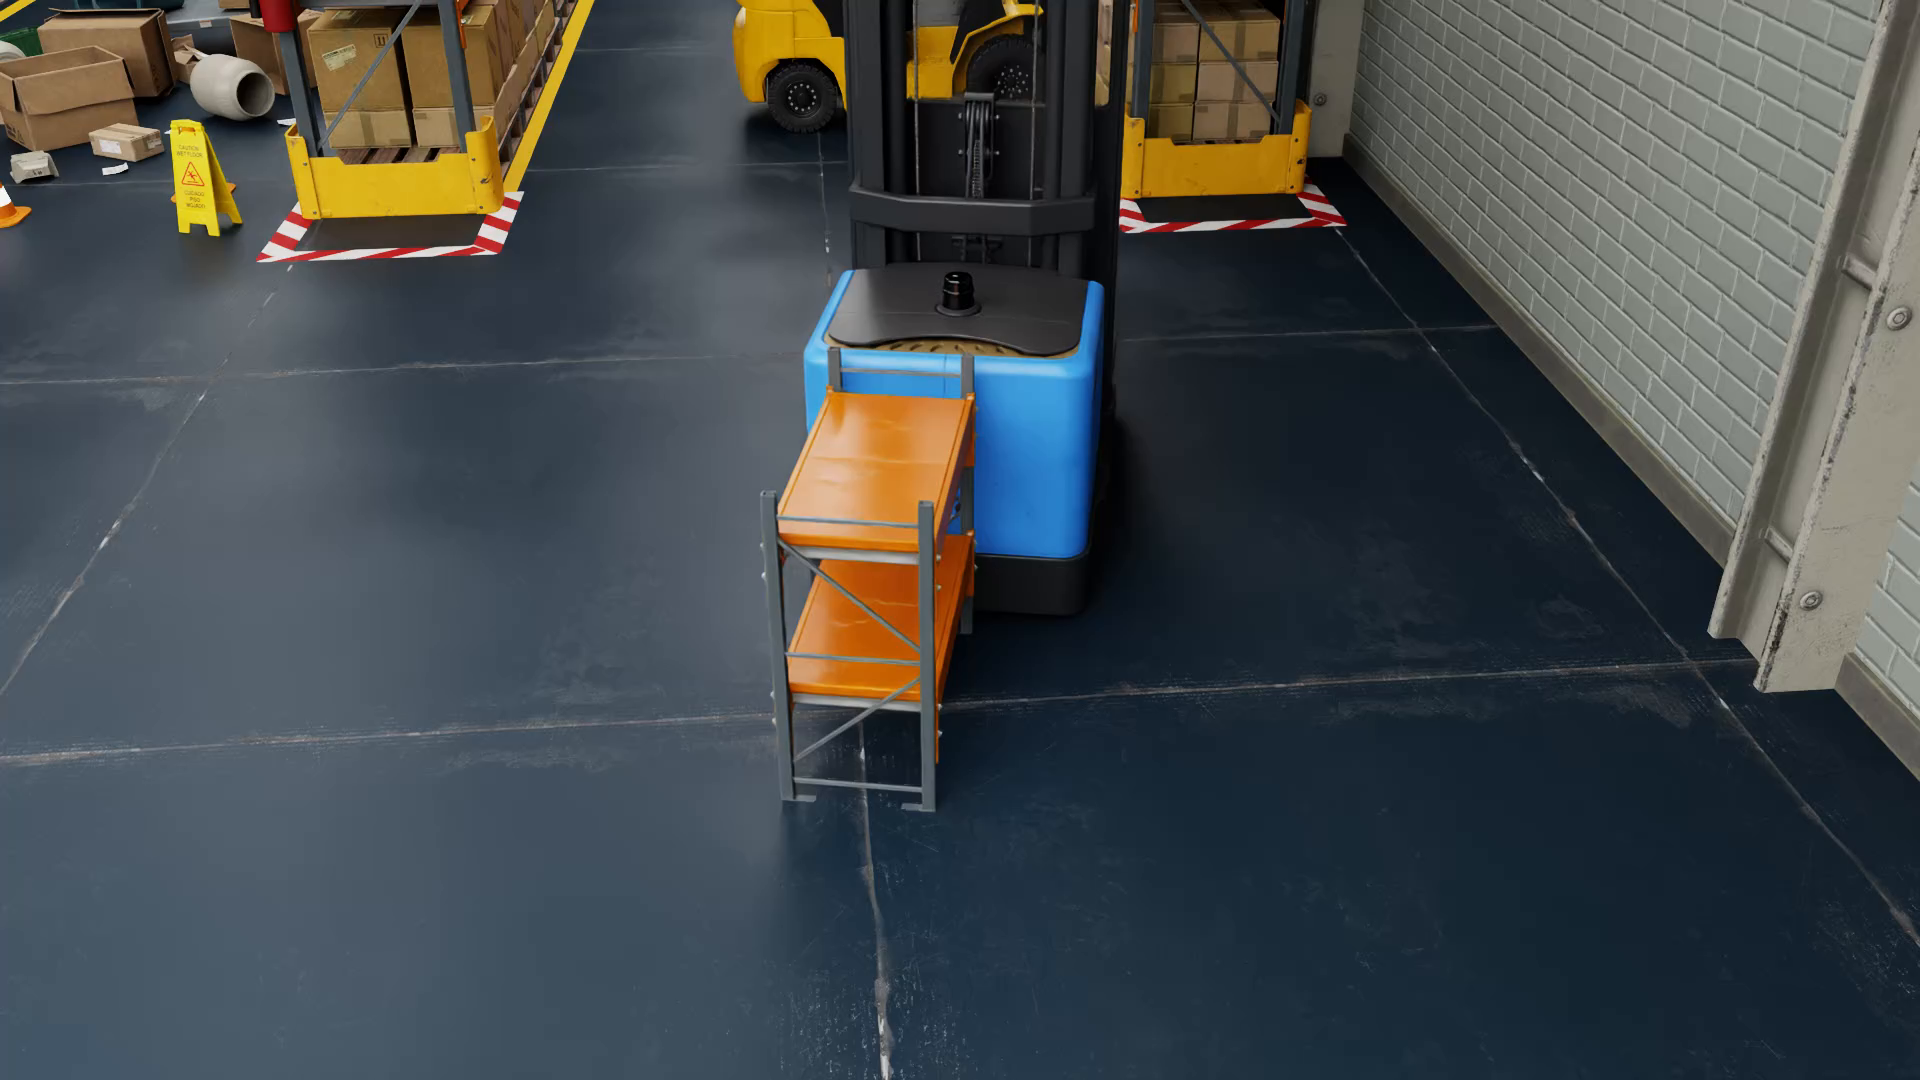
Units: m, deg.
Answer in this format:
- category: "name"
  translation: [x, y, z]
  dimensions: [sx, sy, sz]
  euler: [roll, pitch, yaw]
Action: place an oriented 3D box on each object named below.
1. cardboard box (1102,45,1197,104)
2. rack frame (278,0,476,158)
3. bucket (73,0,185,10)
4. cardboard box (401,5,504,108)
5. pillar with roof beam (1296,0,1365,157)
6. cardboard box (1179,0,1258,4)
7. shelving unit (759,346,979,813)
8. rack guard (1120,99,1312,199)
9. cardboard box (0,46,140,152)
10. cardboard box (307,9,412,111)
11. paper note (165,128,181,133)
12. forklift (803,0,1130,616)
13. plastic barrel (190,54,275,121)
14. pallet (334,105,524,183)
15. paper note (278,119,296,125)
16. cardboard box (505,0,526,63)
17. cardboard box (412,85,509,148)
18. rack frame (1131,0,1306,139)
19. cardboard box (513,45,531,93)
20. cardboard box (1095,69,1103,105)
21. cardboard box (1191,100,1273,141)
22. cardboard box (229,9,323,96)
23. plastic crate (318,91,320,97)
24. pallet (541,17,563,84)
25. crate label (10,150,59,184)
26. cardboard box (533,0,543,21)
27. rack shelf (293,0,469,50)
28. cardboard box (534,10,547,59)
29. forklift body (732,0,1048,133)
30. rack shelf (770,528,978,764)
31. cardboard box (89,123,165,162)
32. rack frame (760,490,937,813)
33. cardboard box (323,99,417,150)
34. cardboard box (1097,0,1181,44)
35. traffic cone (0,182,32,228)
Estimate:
- category: "cardboard box"
  translation: [1.201, -2.972, 10.585]
  dimensions: [0.500, 0.250, 0.500]
  euler: [-3, 31, -5]
- category: "rack frame"
  translation: [-3.384, -3.285, 9.324]
  dimensions: [1.000, 3.000, 0.127]
  euler: [-3, 31, -5]
- category: "bucket"
  translation: [-6.368, -4.326, 12.778]
  dimensions: [0.726, 0.611, 0.620]
  euler: [8, 22, 13]
- category: "cardboard box"
  translation: [-3.187, -3.044, 10.461]
  dimensions: [0.500, 0.500, 0.500]
  euler: [-4, 31, -6]
- category: "pillar with roof beam"
  translation: [-1.896, -6.292, 8.509]
  dimensions: [9.100, 9.000, 0.400]
  euler: [-3, 31, -5]
- category: "cardboard box"
  translation: [1.651, -3.463, 10.919]
  dimensions: [0.500, 0.250, 0.500]
  euler: [-3, 31, -5]
- category: "shelving unit"
  translation: [-0.263, 0.105, 5.478]
  dimensions: [0.538, 1.125, 1.048]
  euler: [4, 31, 6]
- category: "rack guard"
  translation: [1.560, -2.439, 10.346]
  dimensions: [1.175, 0.500, 0.348]
  euler: [-3, 31, -5]
- category: "cardboard box"
  translation: [-6.069, -2.988, 11.262]
  dimensions: [0.637, 0.503, 0.797]
  euler: [27, 40, 37]
- category: "cardboard box"
  translation: [-3.718, -3.003, 10.393]
  dimensions: [0.500, 0.500, 0.500]
  euler: [-3, 31, -4]
- category: "paper note"
  translation: [-5.384, -2.833, 11.475]
  dimensions: [0.148, 0.019, 0.142]
  euler: [8, 32, 13]
- category: "forklift"
  translation: [0.129, -1.714, 6.761]
  dimensions: [1.130, 2.935, 3.031]
  euler: [4, 31, 6]
- category: "plastic barrel"
  translation: [-5.084, -3.161, 11.629]
  dimensions: [0.512, 0.421, 0.421]
  euler: [20, 36, 29]
- category: "pallet"
  translation: [-3.432, -2.543, 10.801]
  dimensions: [1.003, 0.211, 1.213]
  euler: [-3, 31, -5]
- category: "paper note"
  translation: [-4.692, -2.931, 11.627]
  dimensions: [0.142, 0.019, 0.148]
  euler: [-14, 33, -22]
- category: "cardboard box"
  translation: [-3.279, -3.567, 11.337]
  dimensions: [0.500, 0.500, 0.500]
  euler: [-2, 31, -4]
- category: "cardboard box"
  translation: [-3.184, -2.710, 10.633]
  dimensions: [0.500, 0.250, 0.500]
  euler: [-3, 31, -5]
- category: "rack frame"
  translation: [1.558, -3.524, 9.725]
  dimensions: [1.000, 3.000, 0.127]
  euler: [-3, 31, -5]
- category: "cardboard box"
  translation: [-3.288, -3.249, 11.535]
  dimensions: [0.500, 0.250, 0.500]
  euler: [-1, 31, -1]
- category: "cardboard box"
  translation: [1.162, -3.003, 11.125]
  dimensions: [0.500, 0.250, 0.500]
  euler: [-3, 31, -5]
- category: "cardboard box"
  translation: [1.707, -2.784, 10.758]
  dimensions: [0.500, 0.250, 0.500]
  euler: [-3, 31, -4]
- category: "cardboard box"
  translation: [-5.012, -3.643, 12.358]
  dimensions: [0.500, 0.500, 0.500]
  euler: [20, 36, 29]
- category: "plastic crate"
  translation: [-4.427, -3.233, 12.084]
  dimensions: [0.402, 0.080, 0.583]
  euler: [-14, 33, -22]
- category: "pallet"
  translation: [-3.660, -3.789, 12.887]
  dimensions: [1.003, 0.211, 1.213]
  euler: [-3, 31, -5]
- category: "crate label"
  translation: [-5.917, -2.385, 10.609]
  dimensions: [0.250, 0.136, 0.298]
  euler: [-20, 36, -30]
- category: "cardboard box"
  translation: [-3.386, -4.100, 12.229]
  dimensions: [0.500, 0.500, 0.500]
  euler: [-2, 31, -4]
- category: "rack shelf"
  translation: [-3.571, -3.997, 11.218]
  dimensions: [1.077, 0.370, 4.000]
  euler: [-3, 31, -5]
- category: "cardboard box"
  translation: [-3.375, -3.766, 12.402]
  dimensions: [0.500, 0.250, 0.500]
  euler: [-4, 31, -6]
- category: "forklift body"
  translation: [-0.436, -4.041, 11.417]
  dimensions: [2.313, 2.155, 1.214]
  euler: [-3, 31, -5]
- category: "rack shelf"
  translation: [-0.263, 0.314, 5.603]
  dimensions: [0.538, 0.278, 1.000]
  euler: [4, 31, 6]
- category: "cardboard box"
  translation: [-5.517, -2.633, 11.013]
  dimensions: [0.380, 0.149, 0.250]
  euler: [13, 33, 21]
- category: "rack frame"
  translation: [-0.325, 0.363, 5.045]
  dimensions: [0.500, 1.125, 0.032]
  euler: [4, 31, 6]
- category: "cardboard box"
  translation: [-3.730, -2.697, 10.611]
  dimensions: [0.500, 0.250, 0.500]
  euler: [-3, 31, -5]
- category: "cardboard box"
  translation: [1.151, -3.434, 10.871]
  dimensions: [0.500, 0.250, 0.500]
  euler: [-2, 31, -4]
- category: "traffic cone"
  translation: [-5.782, -2.126, 9.859]
  dimensions: [0.336, 0.463, 0.334]
  euler: [-3, 31, -5]
